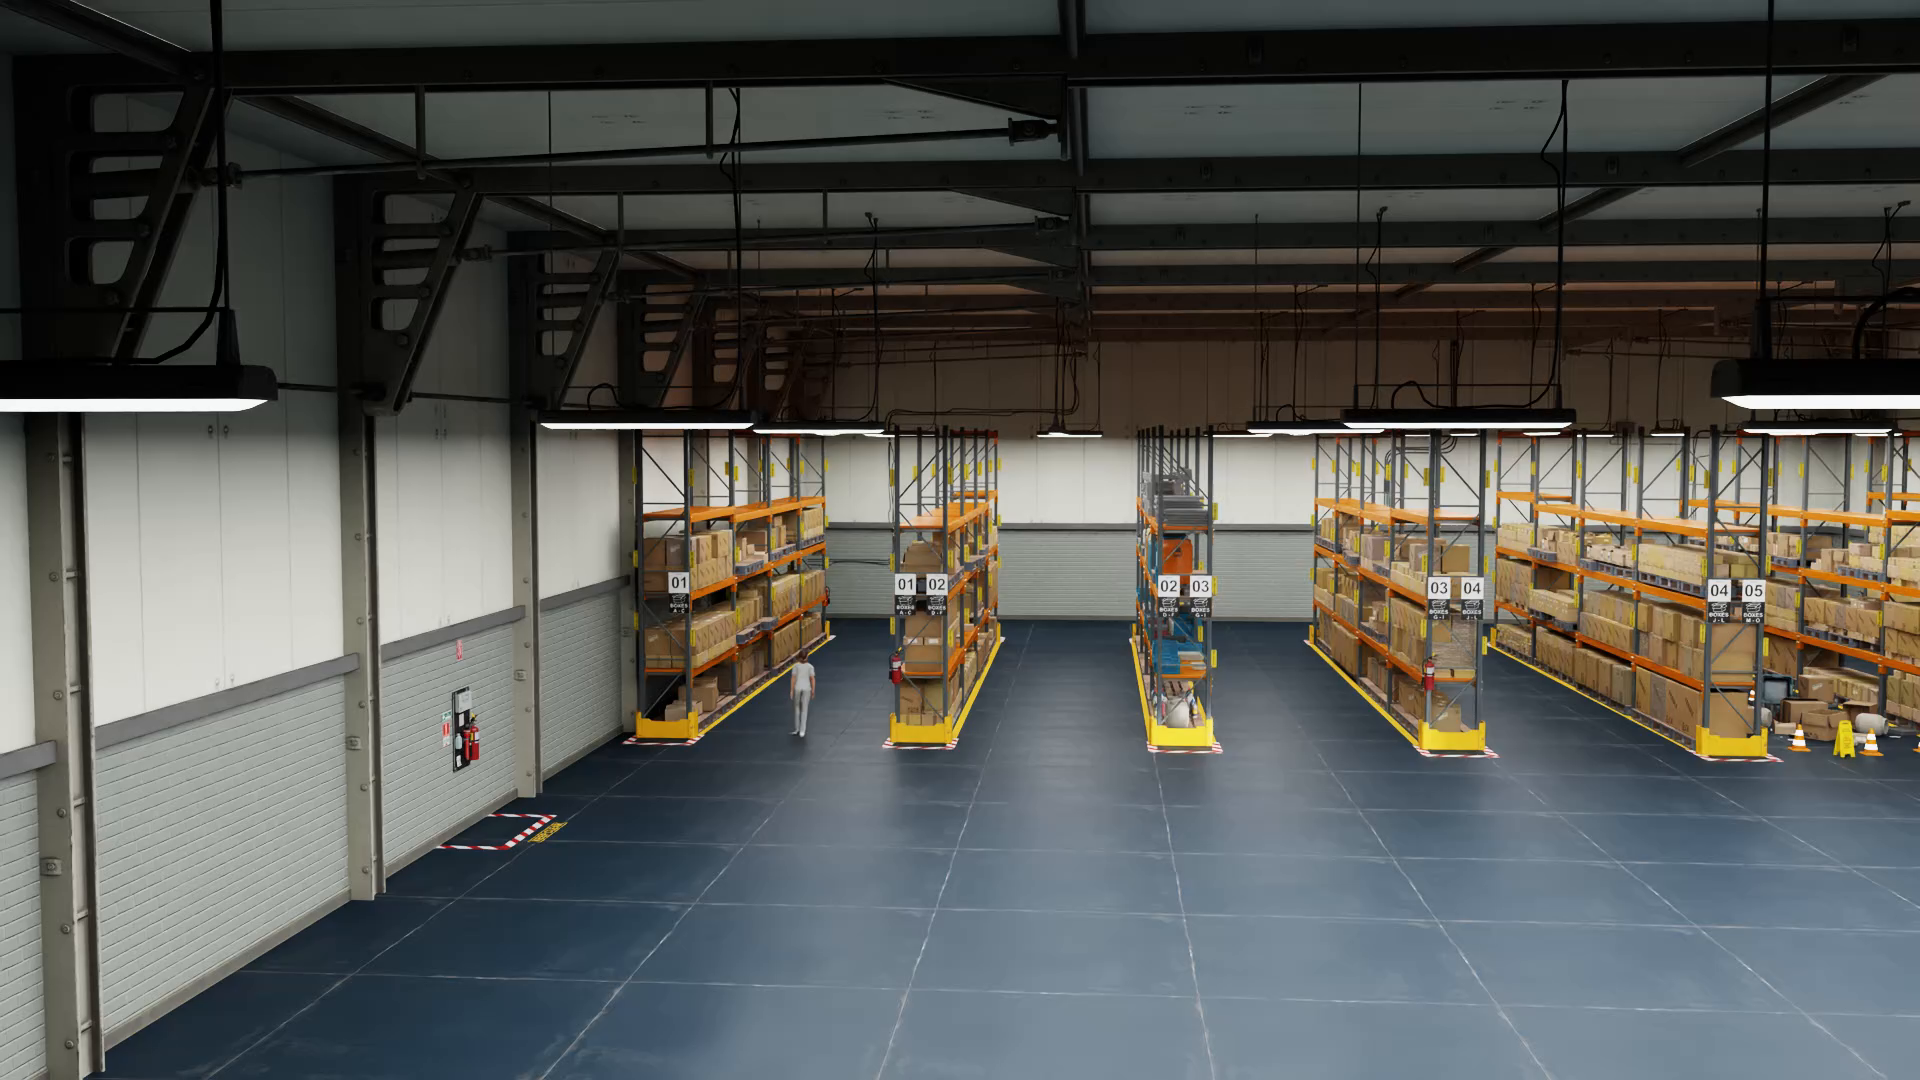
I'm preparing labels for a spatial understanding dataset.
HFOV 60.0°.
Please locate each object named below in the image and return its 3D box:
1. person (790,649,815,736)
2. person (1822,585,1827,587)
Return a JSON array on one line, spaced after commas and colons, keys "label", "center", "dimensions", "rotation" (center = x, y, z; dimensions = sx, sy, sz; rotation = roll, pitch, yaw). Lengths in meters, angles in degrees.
[{"label": "person", "center": [-3.045, 2.980, 32.222], "dimensions": [0.475, 1.715, 0.595], "rotation": [0, 3, -1]}, {"label": "person", "center": [23.697, 2.093, 45.696], "dimensions": [0.663, 1.723, 1.139], "rotation": [2, 4, 26]}]
